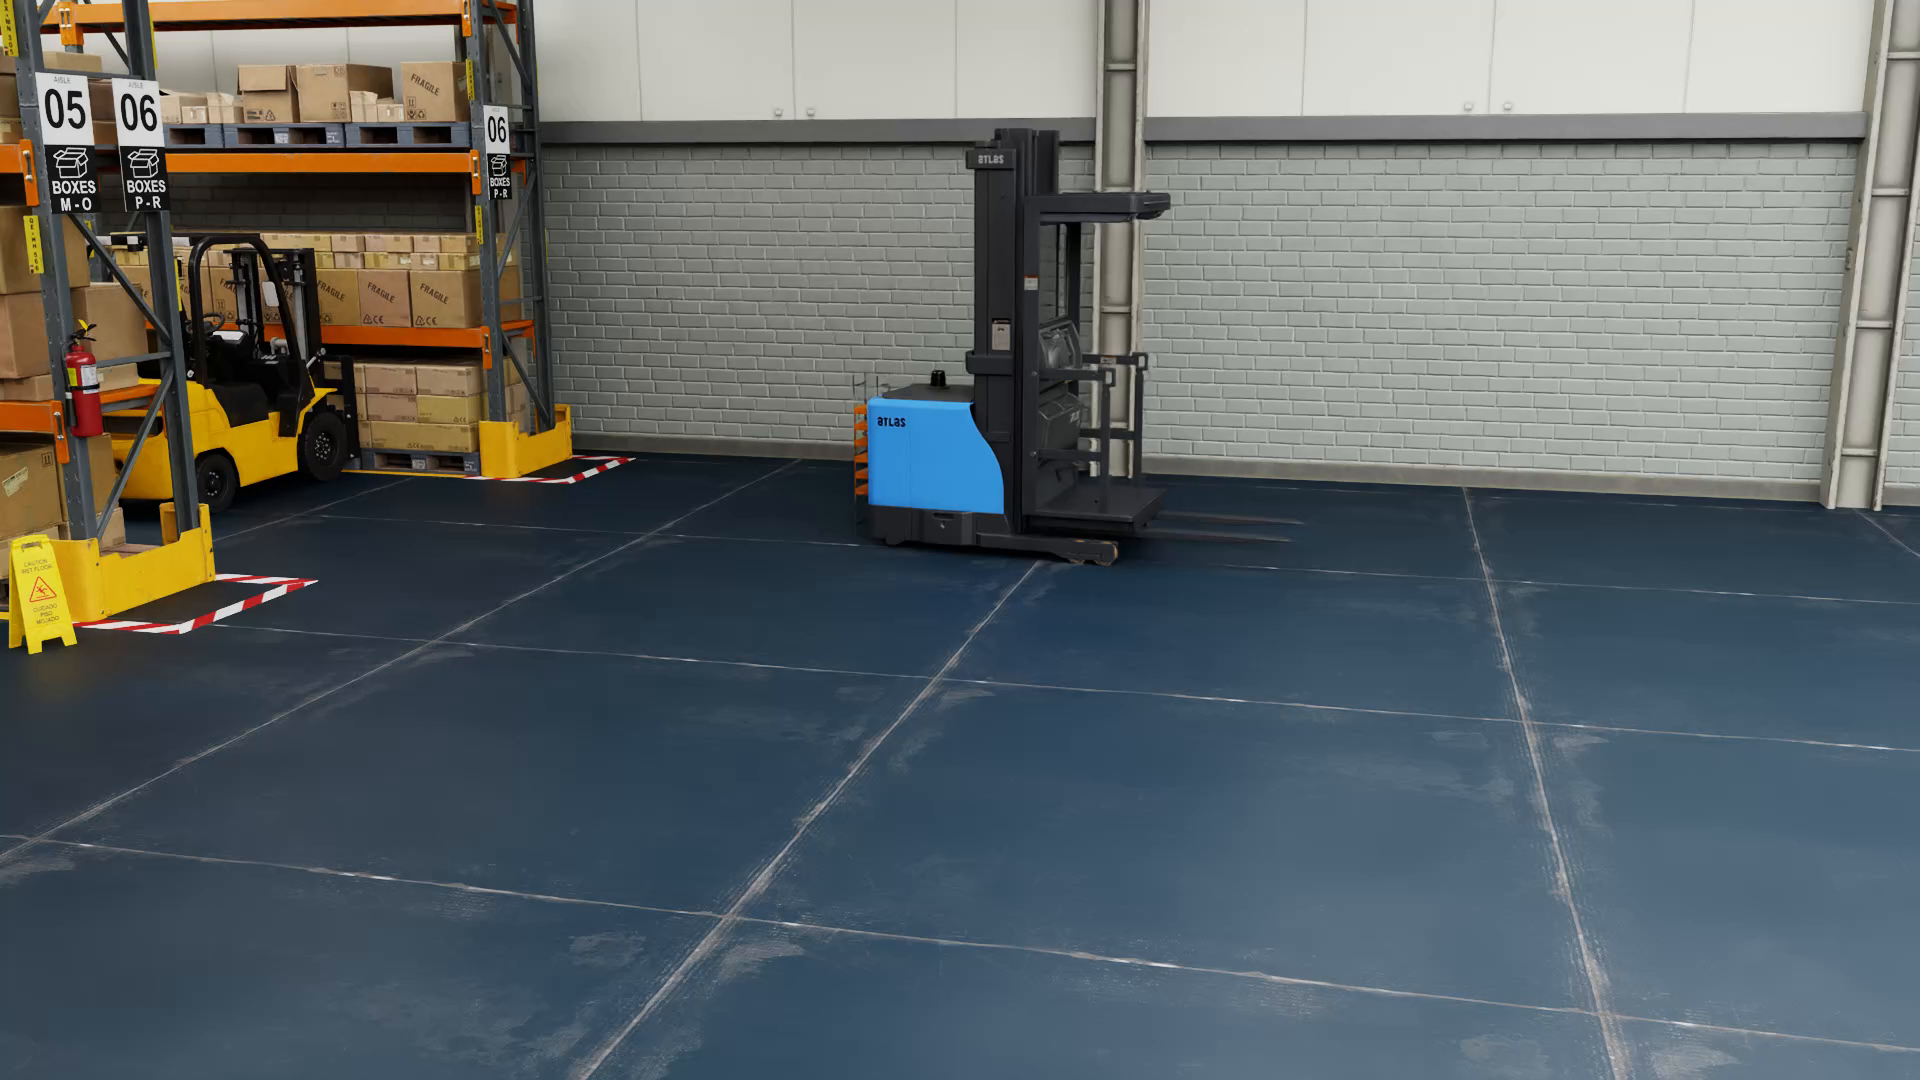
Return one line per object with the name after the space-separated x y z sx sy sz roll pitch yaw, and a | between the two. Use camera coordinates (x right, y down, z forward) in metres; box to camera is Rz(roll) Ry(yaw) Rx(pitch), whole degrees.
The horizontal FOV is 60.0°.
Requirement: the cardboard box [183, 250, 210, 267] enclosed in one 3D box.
-6.888 -2.590 15.252 0.250 0.149 0.380 3 13 15 | cardboard box

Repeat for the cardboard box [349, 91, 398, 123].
-5.107 -3.782 14.541 0.258 0.266 0.396 3 13 14 | cardboard box

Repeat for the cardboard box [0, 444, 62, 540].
-6.010 -0.309 10.349 0.500 0.500 0.500 3 13 14 | cardboard box

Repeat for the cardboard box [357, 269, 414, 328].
-5.026 -2.186 14.928 0.500 0.500 0.500 3 13 15 | cardboard box

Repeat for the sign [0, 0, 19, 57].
-5.322 -2.875 9.295 0.005 0.325 0.100 3 13 14 | sign

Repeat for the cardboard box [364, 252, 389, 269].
-5.118 -2.511 14.896 0.250 0.149 0.380 3 13 13 | cardboard box

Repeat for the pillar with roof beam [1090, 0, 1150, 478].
0.350 -4.075 9.826 0.400 9.000 9.100 3 13 14 | pillar with roof beam

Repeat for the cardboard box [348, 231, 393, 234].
-5.494 -2.801 15.517 0.250 0.149 0.380 3 13 12 | cardboard box

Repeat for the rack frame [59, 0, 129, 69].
-7.867 -5.274 15.229 0.127 3.000 1.000 3 13 14 | rack frame

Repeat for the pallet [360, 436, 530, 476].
-4.736 -0.807 15.384 1.213 0.211 1.003 3 13 14 | pallet

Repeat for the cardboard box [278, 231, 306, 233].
-6.249 -2.830 15.647 0.250 0.149 0.380 3 13 13 | cardboard box

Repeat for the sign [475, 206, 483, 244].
-4.127 -2.705 14.281 0.005 0.325 0.100 3 13 14 | sign

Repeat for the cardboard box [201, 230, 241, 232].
-6.991 -2.870 15.830 0.250 0.149 0.380 3 13 13 | cardboard box

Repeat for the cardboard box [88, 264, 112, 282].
-8.405 -2.488 15.713 0.500 0.250 0.500 3 13 12 | cardboard box

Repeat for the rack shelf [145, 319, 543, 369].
-5.925 -1.890 15.489 4.000 0.370 1.077 3 13 14 | rack shelf

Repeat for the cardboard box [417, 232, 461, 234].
-4.764 -2.742 15.252 0.250 0.149 0.380 3 13 15 | cardboard box

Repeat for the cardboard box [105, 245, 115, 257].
-8.157 -2.774 16.083 0.250 0.149 0.380 3 13 12 | cardboard box

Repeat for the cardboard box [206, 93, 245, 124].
-6.499 -3.857 14.877 0.258 0.266 0.396 3 13 12 | cardboard box

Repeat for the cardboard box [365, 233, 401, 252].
-5.113 -2.665 14.906 0.250 0.149 0.380 3 13 14 | cardboard box

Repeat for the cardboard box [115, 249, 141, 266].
-7.621 -2.639 15.474 0.250 0.149 0.380 3 13 13 | cardboard box

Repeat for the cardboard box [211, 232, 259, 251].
-6.620 -2.728 15.190 0.250 0.149 0.380 3 13 13 | cardboard box

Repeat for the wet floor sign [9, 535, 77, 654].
-5.241 0.291 9.434 0.232 0.644 0.267 8 15 33 | wet floor sign

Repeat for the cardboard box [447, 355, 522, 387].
-4.405 -1.553 15.379 0.500 0.250 0.500 3 13 13 | cardboard box

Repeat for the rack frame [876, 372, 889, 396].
-0.565 -0.629 12.300 0.006 1.200 0.240 4 13 19 | rack frame

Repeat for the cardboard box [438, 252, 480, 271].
-4.387 -2.462 14.677 0.250 0.149 0.380 3 13 14 | cardboard box

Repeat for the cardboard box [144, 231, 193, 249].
-7.349 -2.786 15.451 0.250 0.149 0.380 3 13 14 | cardboard box

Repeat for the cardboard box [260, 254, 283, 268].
-6.124 -2.554 15.093 0.250 0.149 0.380 3 13 12 | cardboard box

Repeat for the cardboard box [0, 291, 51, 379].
-5.762 -1.258 10.060 0.500 0.500 0.500 3 13 13 | cardboard box

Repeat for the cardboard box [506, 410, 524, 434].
-4.414 -1.067 15.495 0.500 0.250 0.500 3 13 14 | cardboard box

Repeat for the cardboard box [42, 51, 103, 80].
-5.465 -2.886 10.130 0.250 0.149 0.380 3 13 13 | cardboard box

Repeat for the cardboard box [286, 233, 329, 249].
-5.873 -2.701 15.067 0.250 0.149 0.380 3 13 14 | cardboard box

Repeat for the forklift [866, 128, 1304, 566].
0.896 -1.382 11.695 3.031 2.935 1.130 4 13 19 | forklift

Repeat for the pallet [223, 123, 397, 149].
-5.852 -3.664 15.101 1.213 0.211 1.003 3 13 14 | pallet

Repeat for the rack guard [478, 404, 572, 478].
-3.960 -0.916 15.208 0.348 0.500 1.175 3 13 14 | rack guard

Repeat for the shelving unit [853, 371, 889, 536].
-0.652 -0.636 12.329 0.189 1.200 0.258 4 13 19 | shelving unit

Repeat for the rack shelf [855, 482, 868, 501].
-0.652 -0.358 12.390 0.180 0.103 0.258 4 13 19 | rack shelf

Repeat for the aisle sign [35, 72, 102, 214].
-5.179 -2.298 9.666 0.004 0.787 0.394 3 13 14 | aisle sign

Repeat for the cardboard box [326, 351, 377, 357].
-5.870 -1.634 15.746 0.500 0.250 0.500 3 13 12 | cardboard box

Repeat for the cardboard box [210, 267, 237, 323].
-6.497 -2.266 15.293 0.500 0.500 0.500 3 13 13 | cardboard box

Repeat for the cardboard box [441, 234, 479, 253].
-4.382 -2.623 14.714 0.250 0.149 0.380 3 13 14 | cardboard box

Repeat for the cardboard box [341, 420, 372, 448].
-5.480 -1.014 15.257 0.500 0.250 0.500 3 13 14 | cardboard box

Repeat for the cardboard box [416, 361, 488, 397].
-4.505 -1.447 14.899 0.500 0.250 0.500 4 13 15 | cardboard box

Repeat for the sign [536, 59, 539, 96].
-3.845 -4.184 15.039 0.005 0.325 0.100 3 13 14 | sign

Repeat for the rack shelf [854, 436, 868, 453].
-0.652 -0.709 12.312 0.180 0.103 0.258 4 13 19 | rack shelf

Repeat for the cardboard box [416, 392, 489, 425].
-4.531 -1.204 14.959 0.500 0.250 0.500 3 13 13 | cardboard box

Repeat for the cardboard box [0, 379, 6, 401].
-5.856 -0.935 10.103 0.250 0.149 0.380 3 13 13 | cardboard box

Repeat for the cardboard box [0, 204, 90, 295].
-5.718 -1.756 9.998 0.500 0.500 0.700 3 13 12 | cardboard box

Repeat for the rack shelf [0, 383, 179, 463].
-7.111 -0.846 10.783 4.000 0.370 1.077 3 13 14 | rack shelf

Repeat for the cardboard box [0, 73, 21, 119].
-5.731 -2.600 9.761 0.500 0.250 0.500 3 13 13 | cardboard box

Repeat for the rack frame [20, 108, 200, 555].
-5.169 -1.094 10.237 0.127 3.000 1.000 3 13 14 | rack frame
